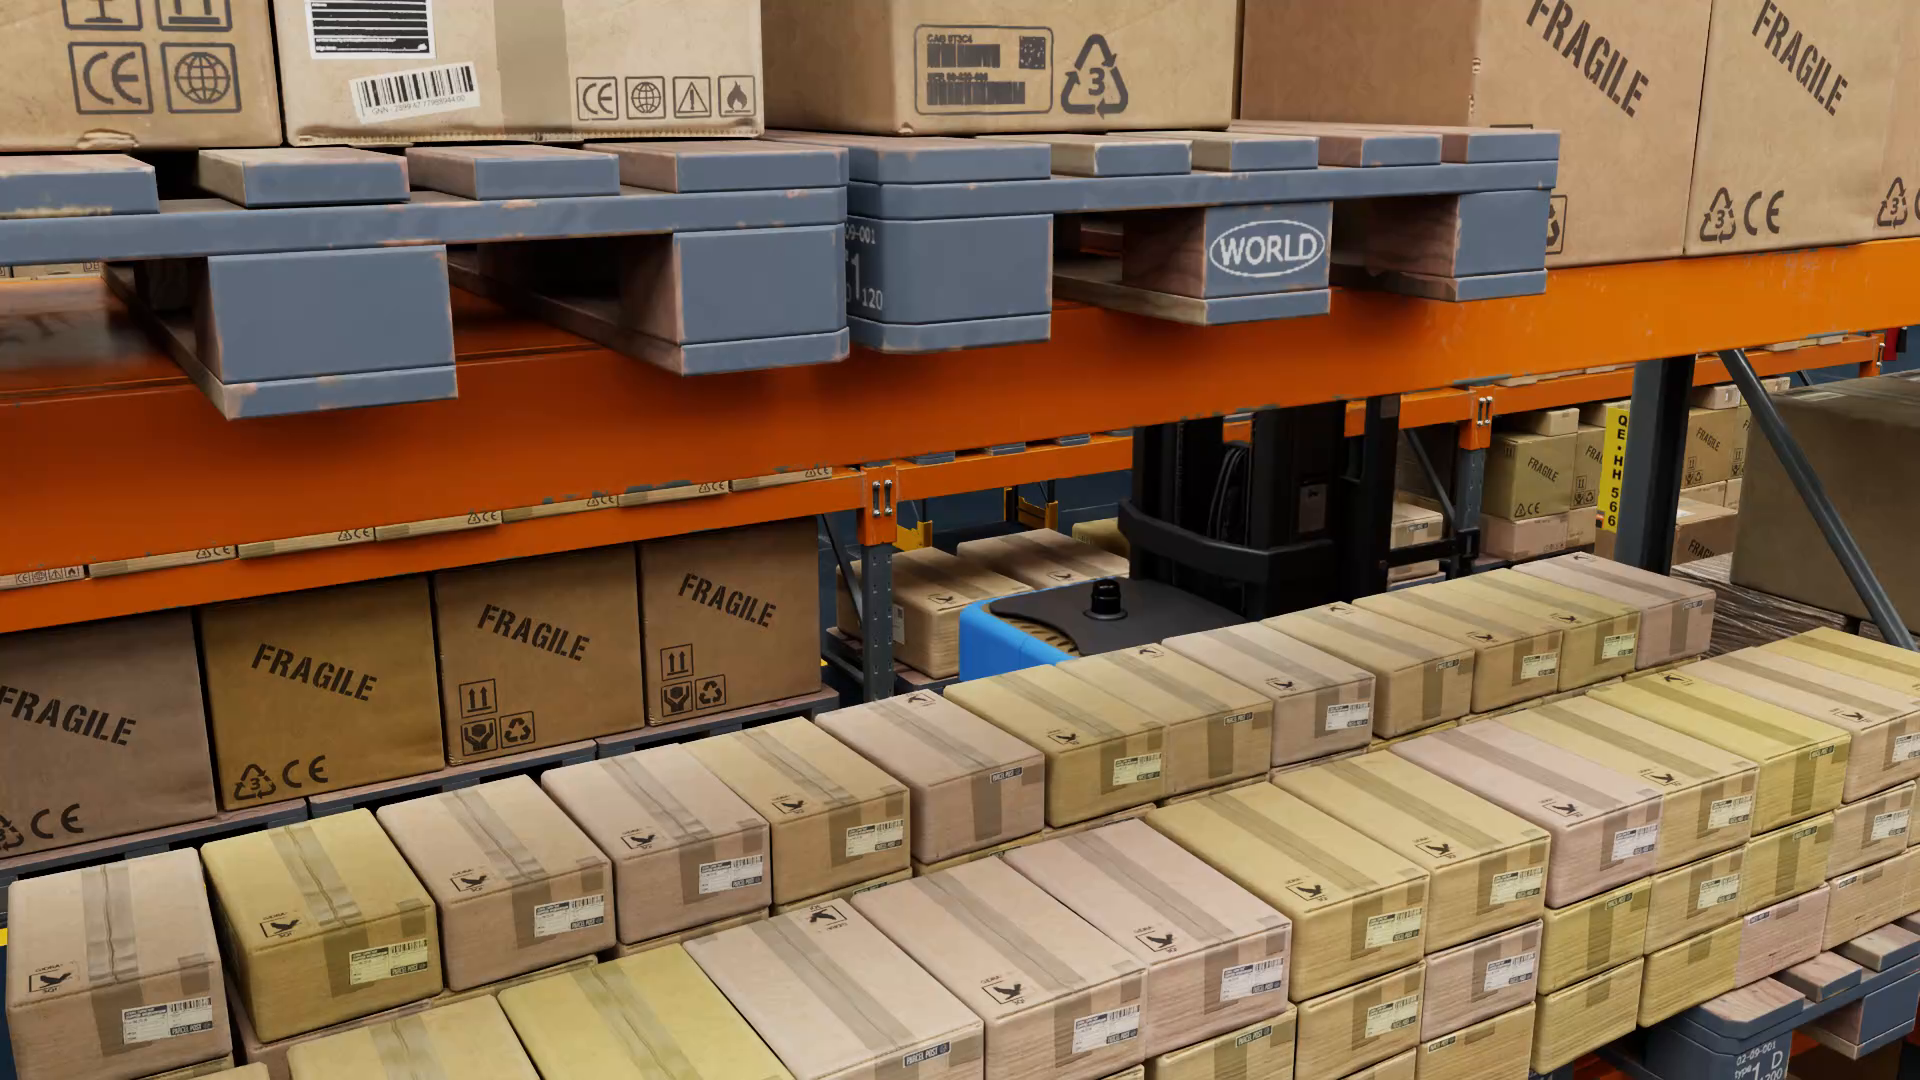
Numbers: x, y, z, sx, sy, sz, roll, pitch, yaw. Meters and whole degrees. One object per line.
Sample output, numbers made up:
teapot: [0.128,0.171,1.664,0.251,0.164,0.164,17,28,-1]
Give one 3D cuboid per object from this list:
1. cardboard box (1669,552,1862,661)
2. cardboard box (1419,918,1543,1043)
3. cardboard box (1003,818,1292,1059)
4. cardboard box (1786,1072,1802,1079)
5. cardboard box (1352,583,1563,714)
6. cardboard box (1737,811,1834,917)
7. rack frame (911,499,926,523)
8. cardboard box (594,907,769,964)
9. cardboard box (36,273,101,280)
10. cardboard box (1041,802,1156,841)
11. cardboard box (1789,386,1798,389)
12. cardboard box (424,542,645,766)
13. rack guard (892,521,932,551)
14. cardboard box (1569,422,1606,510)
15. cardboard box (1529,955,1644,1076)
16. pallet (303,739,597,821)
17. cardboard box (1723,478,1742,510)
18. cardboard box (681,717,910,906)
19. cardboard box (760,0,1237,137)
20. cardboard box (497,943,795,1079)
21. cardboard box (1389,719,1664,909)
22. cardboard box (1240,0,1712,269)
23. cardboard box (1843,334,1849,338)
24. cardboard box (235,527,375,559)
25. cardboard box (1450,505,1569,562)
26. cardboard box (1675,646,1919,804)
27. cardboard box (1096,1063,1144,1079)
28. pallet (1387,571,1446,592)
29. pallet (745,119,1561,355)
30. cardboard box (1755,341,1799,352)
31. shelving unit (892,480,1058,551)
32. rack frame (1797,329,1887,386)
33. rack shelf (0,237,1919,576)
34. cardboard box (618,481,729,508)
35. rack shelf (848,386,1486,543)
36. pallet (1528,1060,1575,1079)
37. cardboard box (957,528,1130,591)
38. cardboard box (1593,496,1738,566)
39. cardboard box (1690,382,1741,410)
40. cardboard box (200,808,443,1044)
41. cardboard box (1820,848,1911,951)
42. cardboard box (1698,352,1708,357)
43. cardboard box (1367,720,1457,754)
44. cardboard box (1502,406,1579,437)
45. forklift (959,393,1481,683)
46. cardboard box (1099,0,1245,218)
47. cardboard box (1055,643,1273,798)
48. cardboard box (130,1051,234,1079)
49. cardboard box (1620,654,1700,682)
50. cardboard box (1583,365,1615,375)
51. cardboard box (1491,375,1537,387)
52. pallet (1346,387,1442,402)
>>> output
cardboard box: [2.256,0.333,4.478,0.500,0.500,0.500,-9,18,-30]
cardboard box: [0.715,0.636,2.721,0.250,0.149,0.380,-9,18,-28]
cardboard box: [0.262,0.566,2.417,0.250,0.149,0.380,-8,18,-28]
cardboard box: [1.557,1.302,3.670,0.500,0.250,0.500,-10,18,-31]
cardboard box: [1.071,0.229,3.620,0.250,0.149,0.380,-9,18,-30]
cardboard box: [1.368,0.531,3.096,0.250,0.149,0.380,-9,18,-28]
rack frame: [-0.363,-0.663,10.998,0.032,1.500,0.500,-9,18,-30]
cardboard box: [-0.509,0.627,2.752,0.250,0.149,0.380,-10,18,-32]
cardboard box: [-3.363,-0.792,6.641,0.500,0.500,0.500,-9,18,-29]
cardboard box: [0.158,0.520,3.132,0.250,0.149,0.380,-8,18,-28]
cardboard box: [5.678,-0.805,11.650,0.500,0.500,0.500,-9,18,-29]
cardboard box: [-2.029,0.396,7.599,0.875,0.875,0.875,-9,18,-29]
rack guard: [-0.362,-0.062,11.167,0.087,0.250,0.587,-9,18,-30]
cardboard box: [3.899,-0.517,10.623,0.500,0.500,0.500,-8,18,-27]
cardboard box: [0.943,0.742,2.895,0.250,0.149,0.380,-10,19,-32]
pallet: [-2.386,0.978,7.528,1.213,0.211,1.003,-9,18,-30]
cardboard box: [5.228,-0.370,11.490,0.500,0.250,0.500,-9,18,-30]
cardboard box: [-0.287,0.451,2.830,0.250,0.149,0.380,-10,18,-32]
cardboard box: [-0.028,-0.818,2.245,0.637,0.503,0.797,-9,18,-30]
cardboard box: [-0.389,0.671,2.044,0.250,0.149,0.380,-9,18,-29]
cardboard box: [0.947,0.454,2.819,0.250,0.149,0.380,-9,18,-30]
cardboard box: [0.797,-0.707,2.632,0.500,0.500,0.500,-9,18,-30]
cardboard box: [6.020,-1.515,11.721,0.250,0.149,0.380,-9,18,-28]
cardboard box: [-2.653,-0.137,6.618,0.500,0.250,0.500,-9,18,-30]
cardboard box: [3.446,-0.079,10.449,0.500,0.250,0.500,-10,19,-32]
cardboard box: [1.608,0.347,3.199,0.250,0.149,0.380,-9,18,-30]
cardboard box: [0.049,0.743,2.339,0.250,0.149,0.380,-8,18,-27]
pallet: [2.135,0.270,10.054,1.213,0.211,1.003,-9,18,-30]
pallet: [0.051,-0.498,2.418,1.003,0.211,1.213,-9,18,-30]
cardboard box: [5.424,-1.380,11.241,0.250,0.149,0.380,-9,18,-29]
shelving unit: [0.065,-0.733,11.245,1.083,1.500,0.587,-9,18,-30]
rack frame: [6.230,-1.737,12.049,0.127,3.000,1.000,-9,18,-30]
rack shelf: [0.294,-0.314,2.747,4.000,0.370,1.077,-9,18,-30]
cardboard box: [-1.357,-0.348,7.371,0.500,0.250,0.500,-9,18,-29]
rack shelf: [1.087,-0.557,9.171,4.000,0.370,1.077,-9,18,-30]
pallet: [0.333,0.883,3.057,1.213,0.211,1.003,-9,18,-30]
cardboard box: [0.491,0.258,9.024,0.625,0.372,0.950,-10,18,-31]
cardboard box: [3.744,0.066,8.846,0.500,0.500,0.500,-9,18,-30]
cardboard box: [4.954,-0.980,11.073,0.250,0.149,0.380,-8,18,-27]
cardboard box: [-0.947,0.556,2.454,0.250,0.149,0.380,-10,18,-31]
cardboard box: [1.609,0.634,3.278,0.250,0.149,0.380,-9,18,-30]
cardboard box: [4.700,-1.307,10.979,0.250,0.149,0.380,-9,18,-30]
cardboard box: [0.816,0.414,3.513,0.250,0.149,0.380,-9,18,-29]
cardboard box: [3.584,-0.756,10.273,0.250,0.149,0.380,-9,18,-29]
forklift: [1.511,-0.220,6.766,3.031,2.935,1.130,-9,18,-30]
cardboard box: [0.531,-0.826,3.058,0.500,0.500,0.500,-9,18,-30]
cardboard box: [0.387,0.341,3.221,0.250,0.149,0.380,-9,18,-28]
cardboard box: [-1.181,0.737,2.360,0.250,0.149,0.380,-9,18,-28]
cardboard box: [1.491,0.303,3.909,0.250,0.149,0.380,-8,18,-27]
cardboard box: [3.868,-1.147,10.409,0.250,0.149,0.380,-9,18,-28]
cardboard box: [3.237,-1.030,9.991,0.250,0.149,0.380,-9,18,-30]
pallet: [2.071,-1.016,9.832,1.213,0.211,1.003,-9,18,-30]
